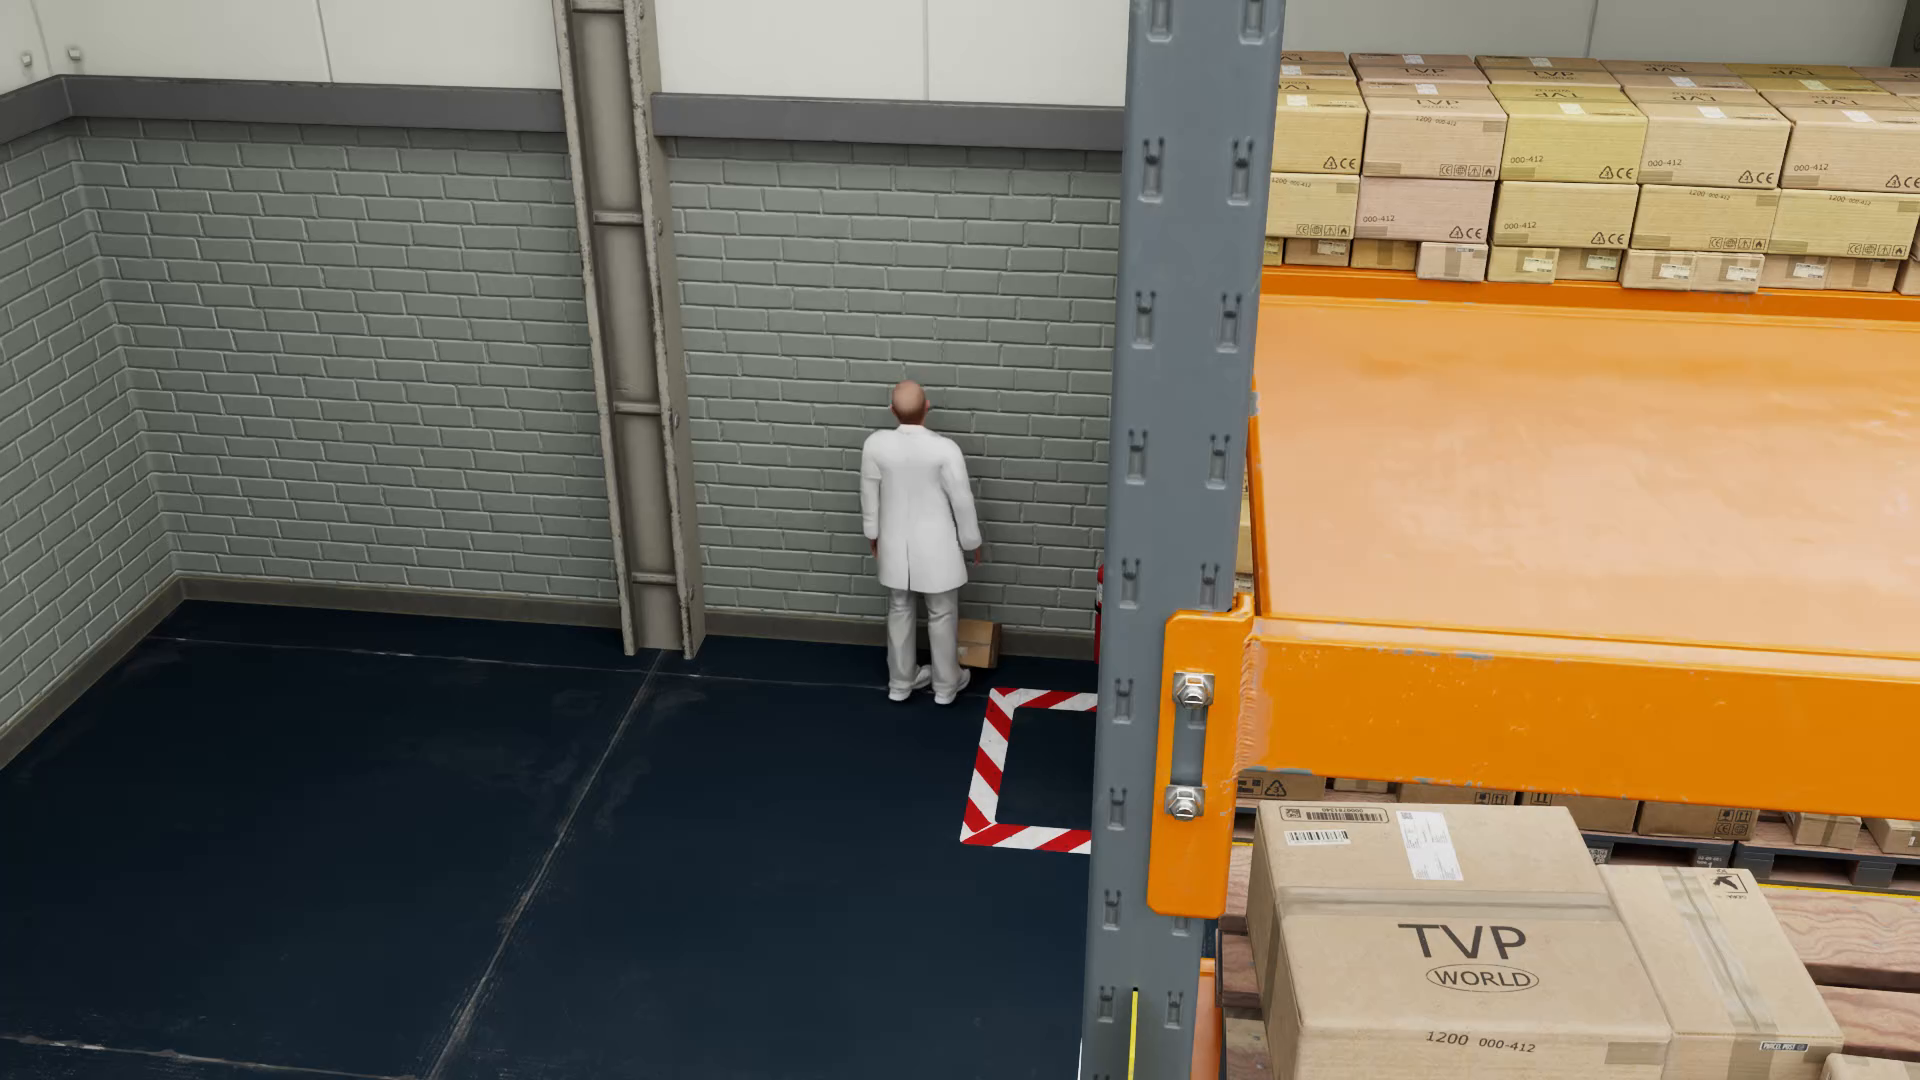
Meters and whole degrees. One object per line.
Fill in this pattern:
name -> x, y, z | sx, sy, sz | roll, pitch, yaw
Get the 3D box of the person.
person -> -0.197, 0.009, 8.587 | 0.635, 1.786, 0.423 | 9, 29, 17
